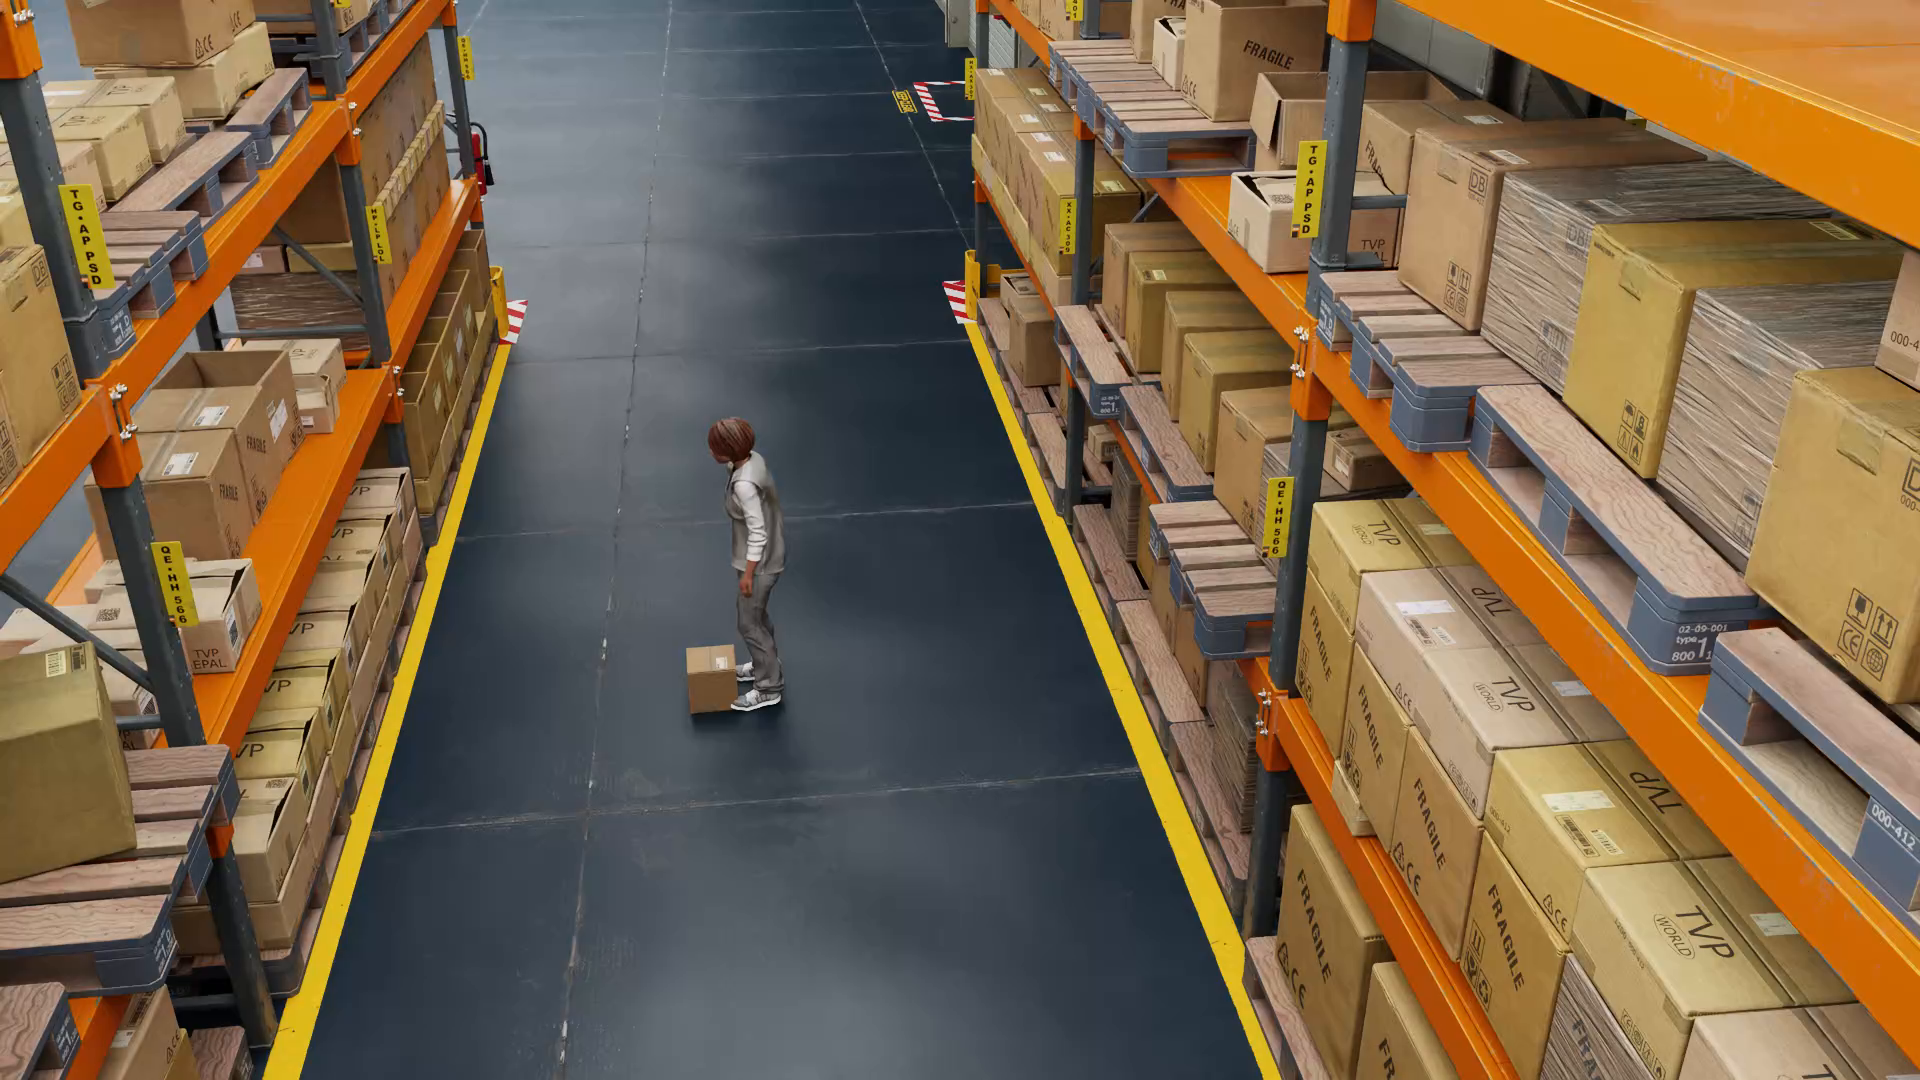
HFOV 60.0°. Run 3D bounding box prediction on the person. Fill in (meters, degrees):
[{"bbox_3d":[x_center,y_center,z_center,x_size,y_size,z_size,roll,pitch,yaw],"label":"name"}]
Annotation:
[{"bbox_3d":[-1.052,0.109,8.423,0.347,1.591,0.459,-4,28,-7],"label":"person"}]
